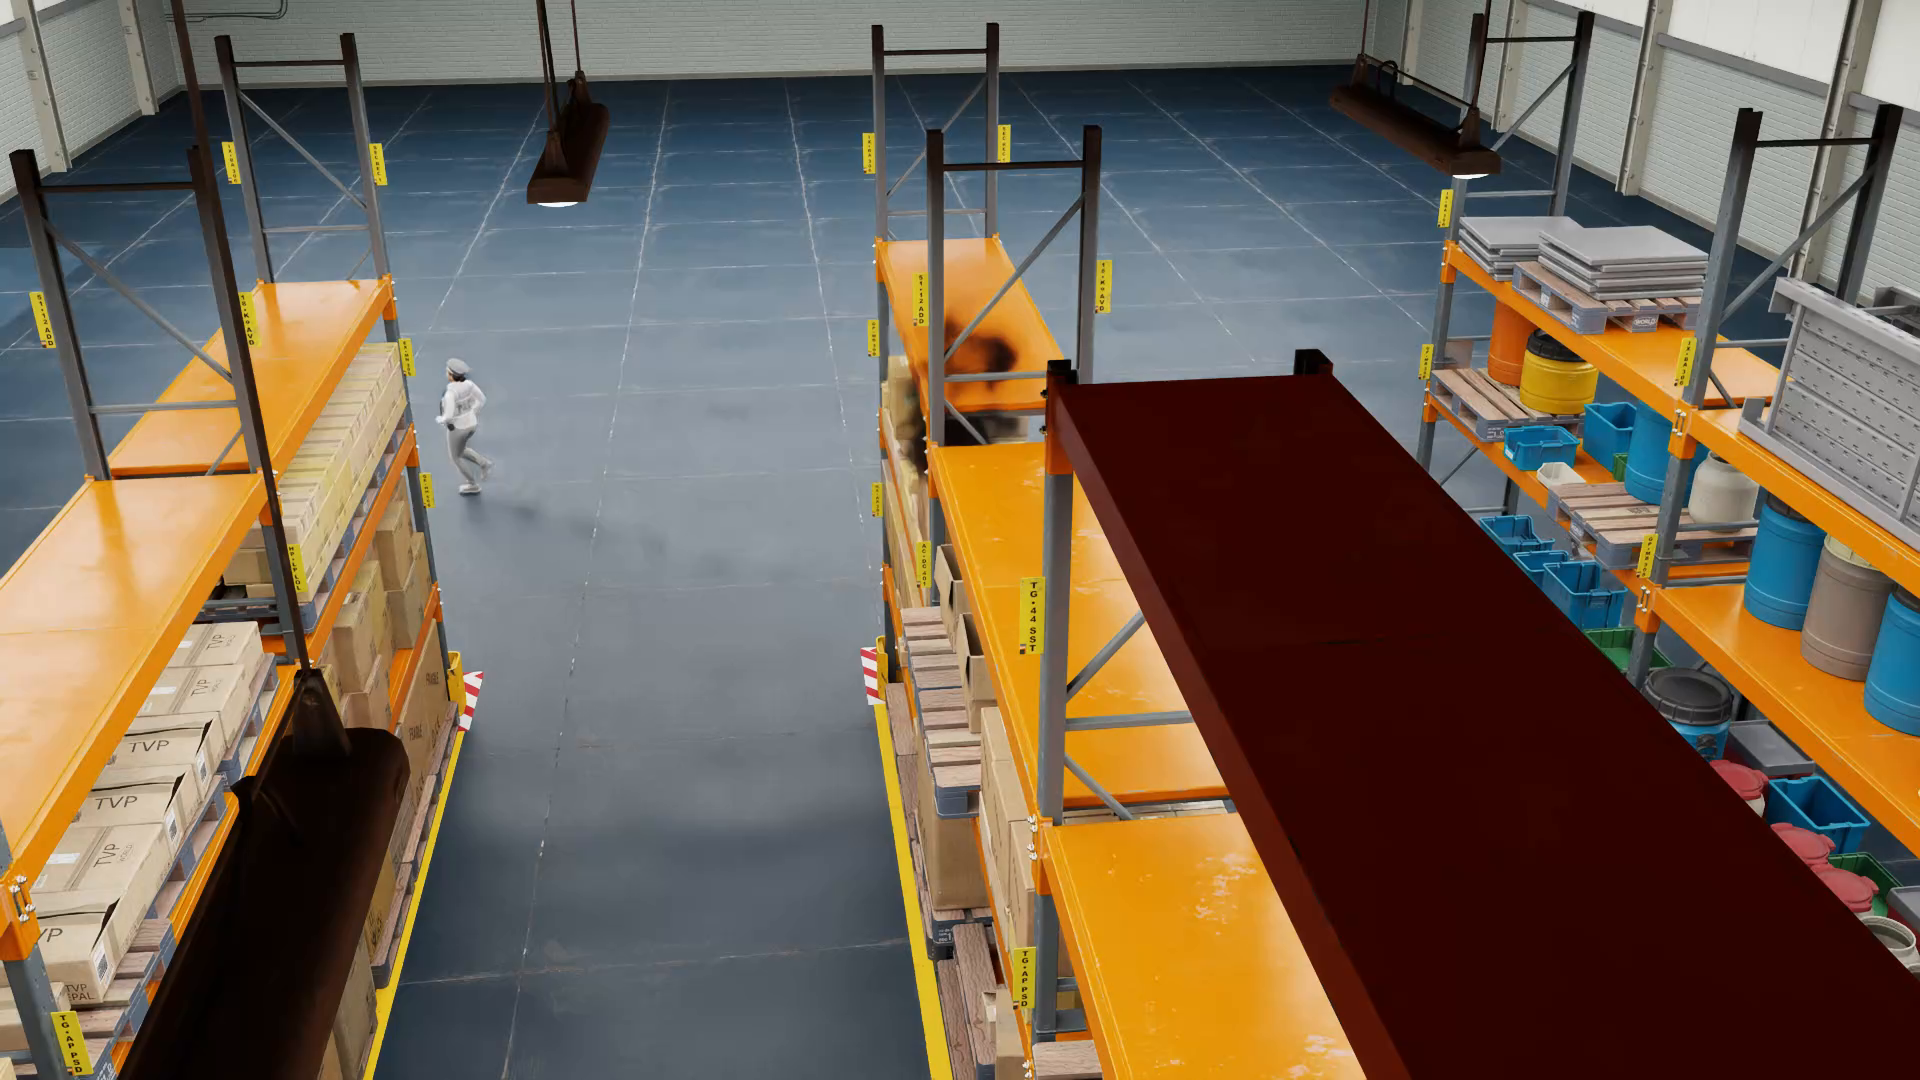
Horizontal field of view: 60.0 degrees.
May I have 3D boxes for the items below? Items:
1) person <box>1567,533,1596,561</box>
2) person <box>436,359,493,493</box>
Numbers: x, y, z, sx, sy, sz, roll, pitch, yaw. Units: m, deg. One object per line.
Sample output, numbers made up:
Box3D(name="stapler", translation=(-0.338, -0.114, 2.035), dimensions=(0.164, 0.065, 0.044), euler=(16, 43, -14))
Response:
Box3D(name="person", translation=(6.165, 0.157, 16.255), dimensions=(0.581, 1.725, 0.719), euler=(-8, 27, -17))
Box3D(name="person", translation=(-5.813, -1.323, 19.384), dimensions=(0.548, 1.648, 0.614), euler=(9, 27, 19))
